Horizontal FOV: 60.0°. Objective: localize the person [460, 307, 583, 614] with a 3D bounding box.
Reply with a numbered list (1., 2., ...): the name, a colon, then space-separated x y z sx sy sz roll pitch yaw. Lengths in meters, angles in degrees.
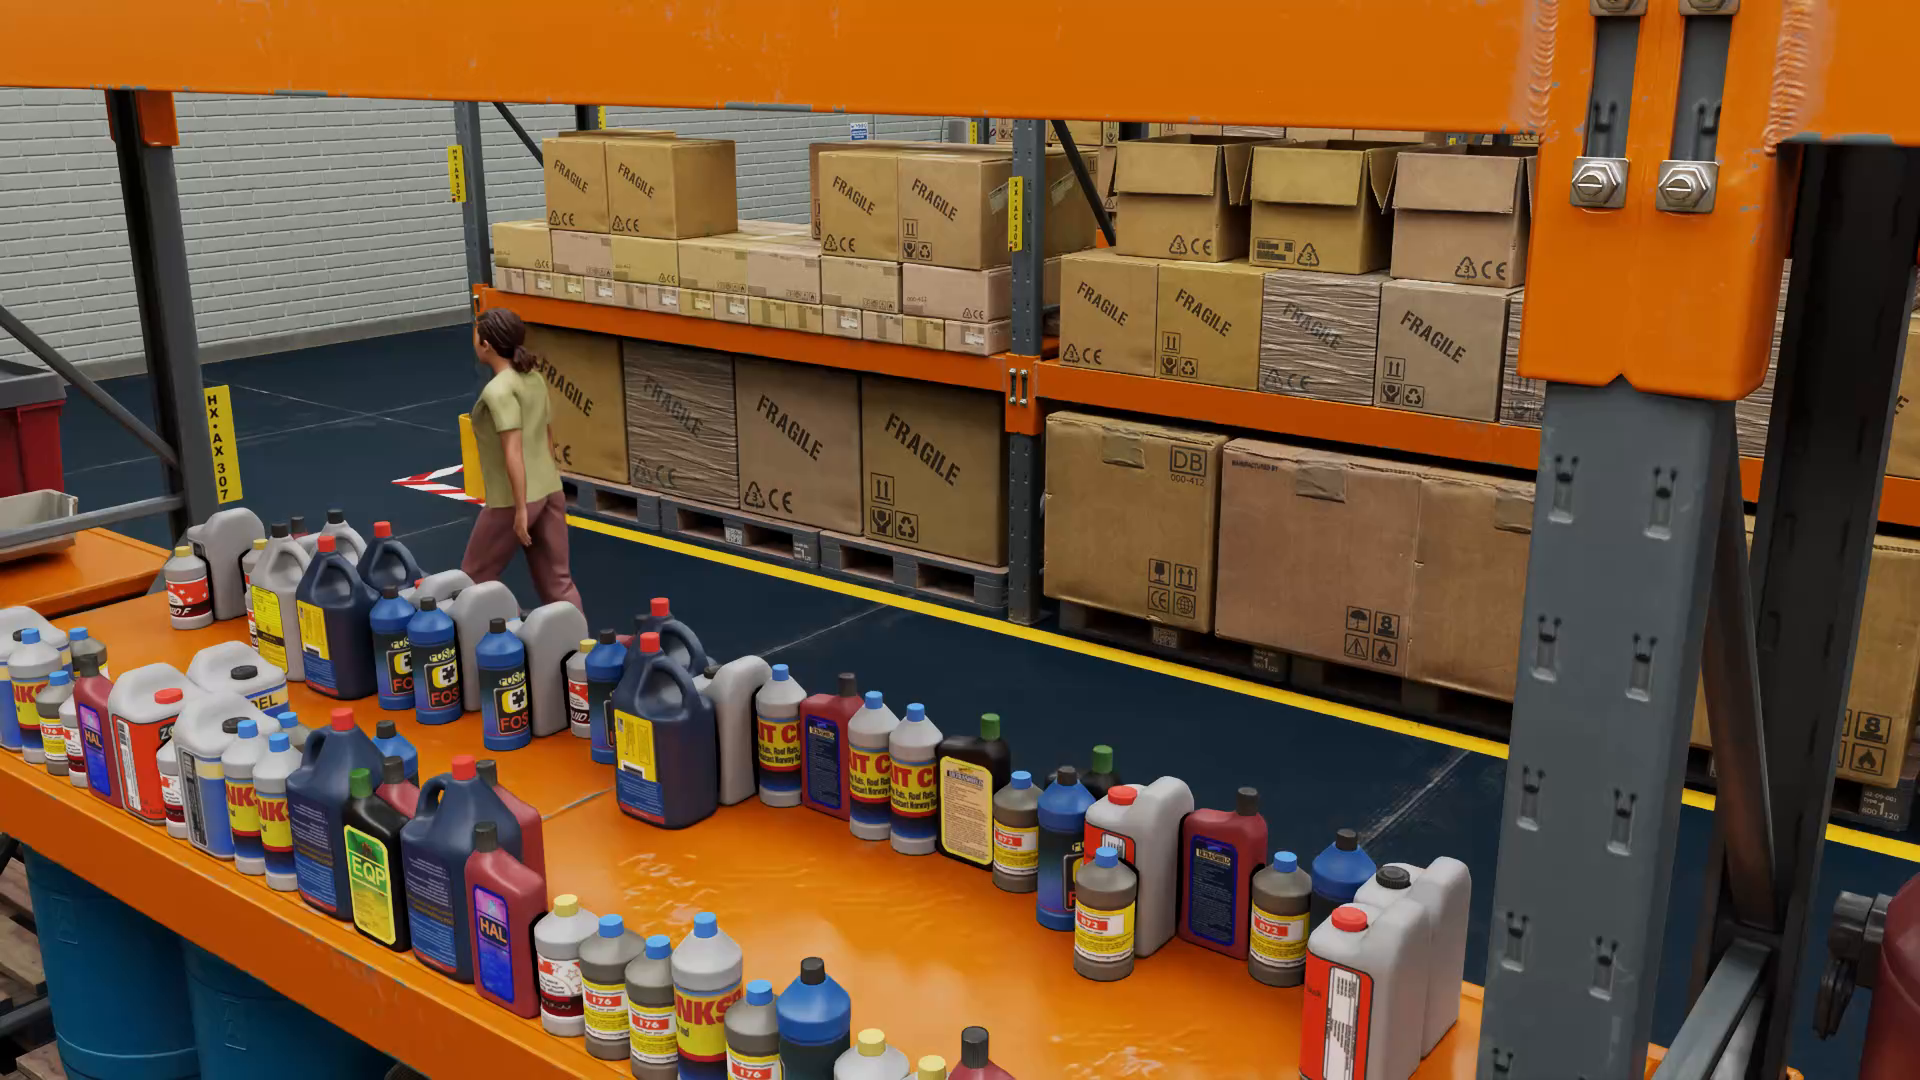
1. person: -1.803 -0.129 6.994 0.539 1.688 0.473 6 18 19
